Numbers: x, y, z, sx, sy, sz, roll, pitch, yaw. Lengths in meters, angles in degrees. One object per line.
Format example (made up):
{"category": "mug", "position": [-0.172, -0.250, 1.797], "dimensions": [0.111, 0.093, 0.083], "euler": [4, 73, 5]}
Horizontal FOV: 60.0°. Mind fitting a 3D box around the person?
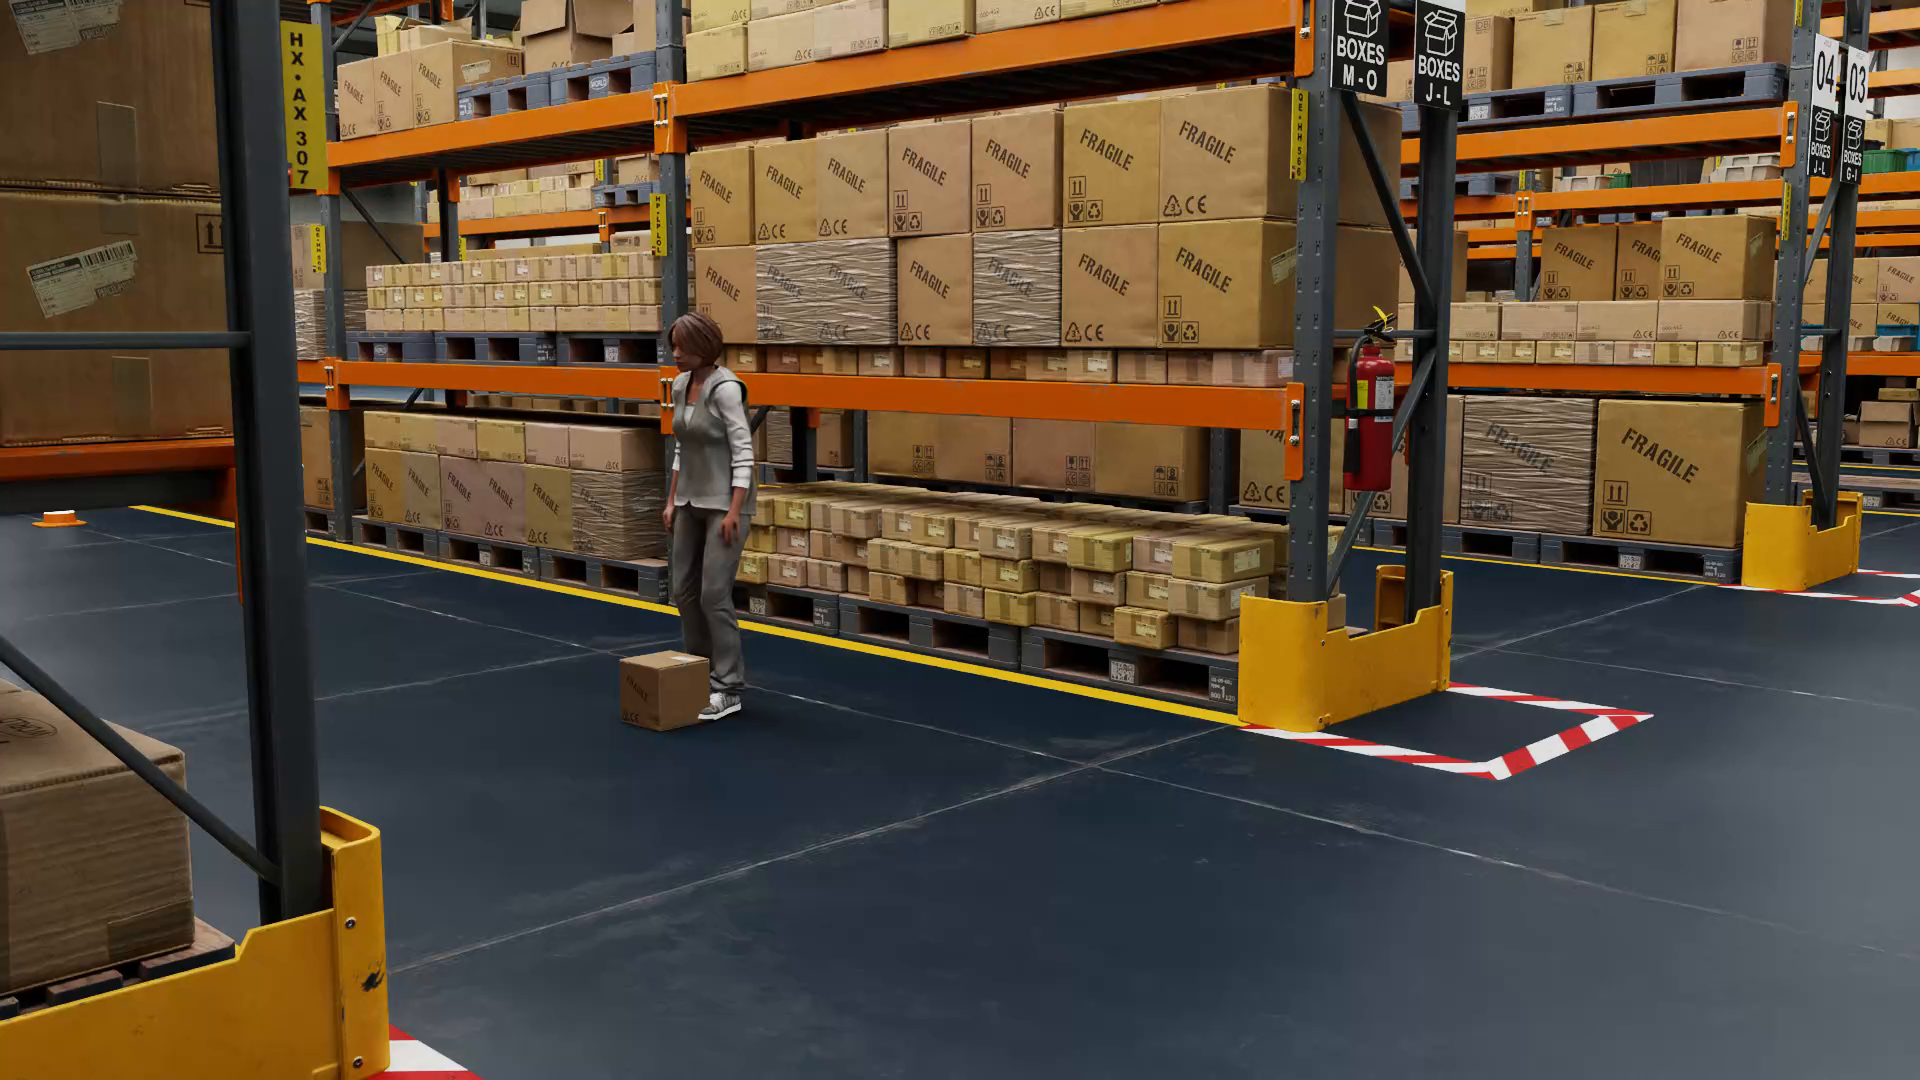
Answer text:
{"category": "person", "position": [-1.002, -0.100, 6.598], "dimensions": [0.461, 1.593, 0.365], "euler": [7, 10, 44]}
